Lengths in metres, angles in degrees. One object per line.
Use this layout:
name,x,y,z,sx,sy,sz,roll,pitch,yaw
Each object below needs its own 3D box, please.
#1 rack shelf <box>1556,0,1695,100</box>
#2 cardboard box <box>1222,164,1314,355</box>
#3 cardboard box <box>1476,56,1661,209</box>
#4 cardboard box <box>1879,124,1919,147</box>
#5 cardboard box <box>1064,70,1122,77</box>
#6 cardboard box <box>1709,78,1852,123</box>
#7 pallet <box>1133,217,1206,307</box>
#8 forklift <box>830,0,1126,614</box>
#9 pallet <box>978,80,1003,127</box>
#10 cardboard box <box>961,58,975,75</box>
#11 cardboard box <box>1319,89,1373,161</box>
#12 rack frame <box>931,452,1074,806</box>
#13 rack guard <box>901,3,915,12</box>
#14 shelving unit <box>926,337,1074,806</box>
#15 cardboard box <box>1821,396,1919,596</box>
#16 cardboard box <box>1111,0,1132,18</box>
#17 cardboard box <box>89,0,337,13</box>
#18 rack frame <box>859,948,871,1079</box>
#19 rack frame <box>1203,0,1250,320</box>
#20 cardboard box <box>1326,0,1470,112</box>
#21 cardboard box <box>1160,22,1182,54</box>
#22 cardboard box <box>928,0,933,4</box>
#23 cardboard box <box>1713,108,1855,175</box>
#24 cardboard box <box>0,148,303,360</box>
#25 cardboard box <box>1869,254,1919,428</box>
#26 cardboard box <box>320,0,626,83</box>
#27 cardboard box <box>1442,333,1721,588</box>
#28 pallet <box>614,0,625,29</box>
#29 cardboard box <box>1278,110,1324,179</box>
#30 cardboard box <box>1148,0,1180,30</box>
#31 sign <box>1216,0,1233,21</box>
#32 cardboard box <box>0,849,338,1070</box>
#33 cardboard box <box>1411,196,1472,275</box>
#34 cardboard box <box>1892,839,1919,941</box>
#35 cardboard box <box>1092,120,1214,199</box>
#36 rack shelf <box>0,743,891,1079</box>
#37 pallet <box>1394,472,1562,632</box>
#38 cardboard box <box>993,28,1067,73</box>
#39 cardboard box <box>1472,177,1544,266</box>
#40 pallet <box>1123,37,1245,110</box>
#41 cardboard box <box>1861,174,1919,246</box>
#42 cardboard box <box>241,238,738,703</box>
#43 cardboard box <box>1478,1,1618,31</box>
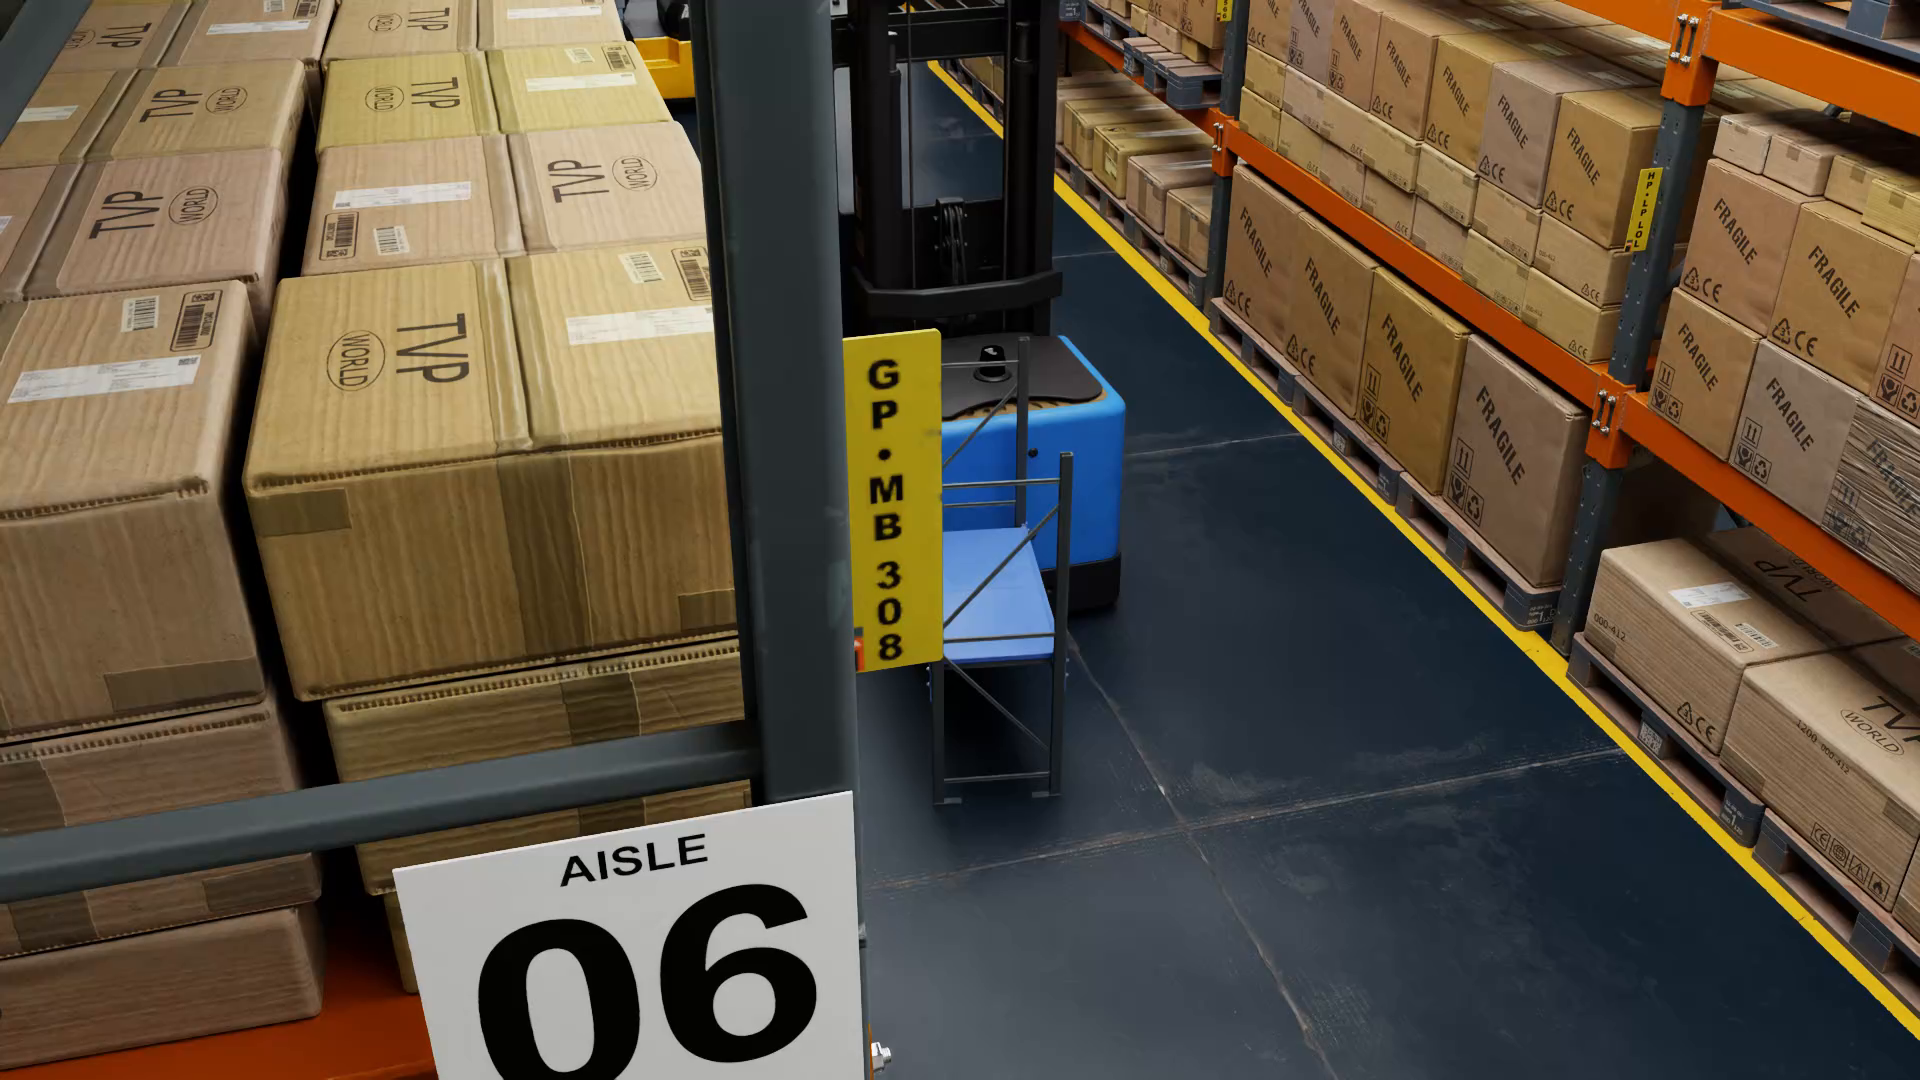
rack shelf,2.605,-2.823,7.857,1.077,0.370,4.000,-8,31,-13
cardboard box,2.177,-1.720,9.929,0.875,0.875,0.875,-8,31,-14
cardboard box,2.630,-1.778,7.229,0.500,0.500,0.500,-7,31,-12
cardboard box,3.489,-1.379,5.893,0.380,0.149,0.250,-7,31,-12
cardboard box,1.116,-4.047,14.573,0.500,0.250,0.500,-9,31,-16
cardboard box,3.296,-1.597,6.917,0.500,0.500,0.500,-7,31,-13
pallet,1.868,-1.973,11.448,1.003,0.211,1.213,-8,31,-13
forklift,-0.184,-1.570,8.037,1.130,2.935,3.031,-9,31,-15
pallet,0.800,-3.847,14.686,1.003,0.211,1.213,-8,31,-13
cardboard box,0.315,-4.478,15.318,0.500,0.250,0.500,-7,31,-13
cardboard box,2.227,-2.184,8.680,0.500,0.250,0.500,-8,31,-13
rack frame,0.144,0.363,6.126,0.500,1.500,0.032,-3,30,-6
rack guard,-0.029,-5.548,17.335,1.175,0.500,0.348,-8,31,-13
shelving unit,0.086,0.110,6.563,0.538,1.500,1.048,-3,30,-6
cardboard box,3.263,-0.168,5.445,0.500,0.500,0.500,-8,31,-13
cardboard box,1.272,-3.740,11.549,0.380,0.149,0.250,-9,31,-15
cardboard box,-1.505,-1.017,3.372,0.500,0.250,0.500,-8,31,-14
rack frame,-0.587,1.723,2.278,1.000,3.000,0.127,-8,31,-13
rack frame,2.074,-2.802,10.097,1.000,3.000,0.127,-8,31,-13
cardboard box,2.232,-2.517,8.507,0.500,0.500,0.500,-7,31,-12
cardboard box,1.509,-3.238,10.681,0.380,0.149,0.250,-8,31,-14
cardboard box,-0.095,-5.545,16.412,0.500,0.500,0.500,-9,31,-15
cardboard box,2.969,-1.440,5.998,0.380,0.149,0.250,-8,31,-14
cardboard box,-1.112,-0.284,2.106,0.500,0.250,0.500,-9,31,-15
cardboard box,3.282,-0.591,5.178,0.500,0.500,0.500,-7,31,-12
cardboard box,-0.872,-0.837,3.061,0.500,0.250,0.500,-7,31,-12
cardboard box,2.894,-0.421,7.686,0.875,0.875,0.875,-7,31,-12
pallet,-1.755,-1.750,5.472,1.213,0.211,1.003,-8,31,-13
cardboard box,2.114,-2.222,9.244,0.500,0.250,0.500,-9,31,-15
cardboard box,1.537,-3.587,10.637,0.500,0.500,0.500,-8,31,-14
sign,1.553,-3.192,9.694,0.100,0.325,0.005,-8,31,-13
cardboard box,-0.895,0.410,1.804,0.380,0.149,0.250,-7,31,-12
cardboard box,2.524,-1.481,7.964,0.500,0.250,0.500,-9,31,-15
cardboard box,3.675,1.242,5.248,0.875,0.438,0.875,-7,31,-12
cardboard box,1.534,-2.843,12.372,0.950,0.372,0.625,-7,31,-12
rack shelf,-1.118,-0.230,3.376,1.077,0.370,4.000,-8,31,-13
pallet,2.858,-0.026,8.085,1.003,0.211,1.213,-8,31,-13
cardboard box,0.596,-4.301,14.263,0.500,0.500,0.500,-8,31,-14
cardboard box,2.644,-1.443,7.399,0.500,0.250,0.500,-7,31,-12
pallet,1.782,-3.049,10.715,1.213,0.211,1.003,-8,31,-13
cardboard box,3.168,-1.072,5.363,0.380,0.149,0.250,-8,31,-14
cardboard box,-0.463,-0.103,1.793,0.500,0.250,0.500,-8,31,-14
cardboard box,2.860,-2.331,8.184,0.500,0.500,0.500,-8,31,-14
